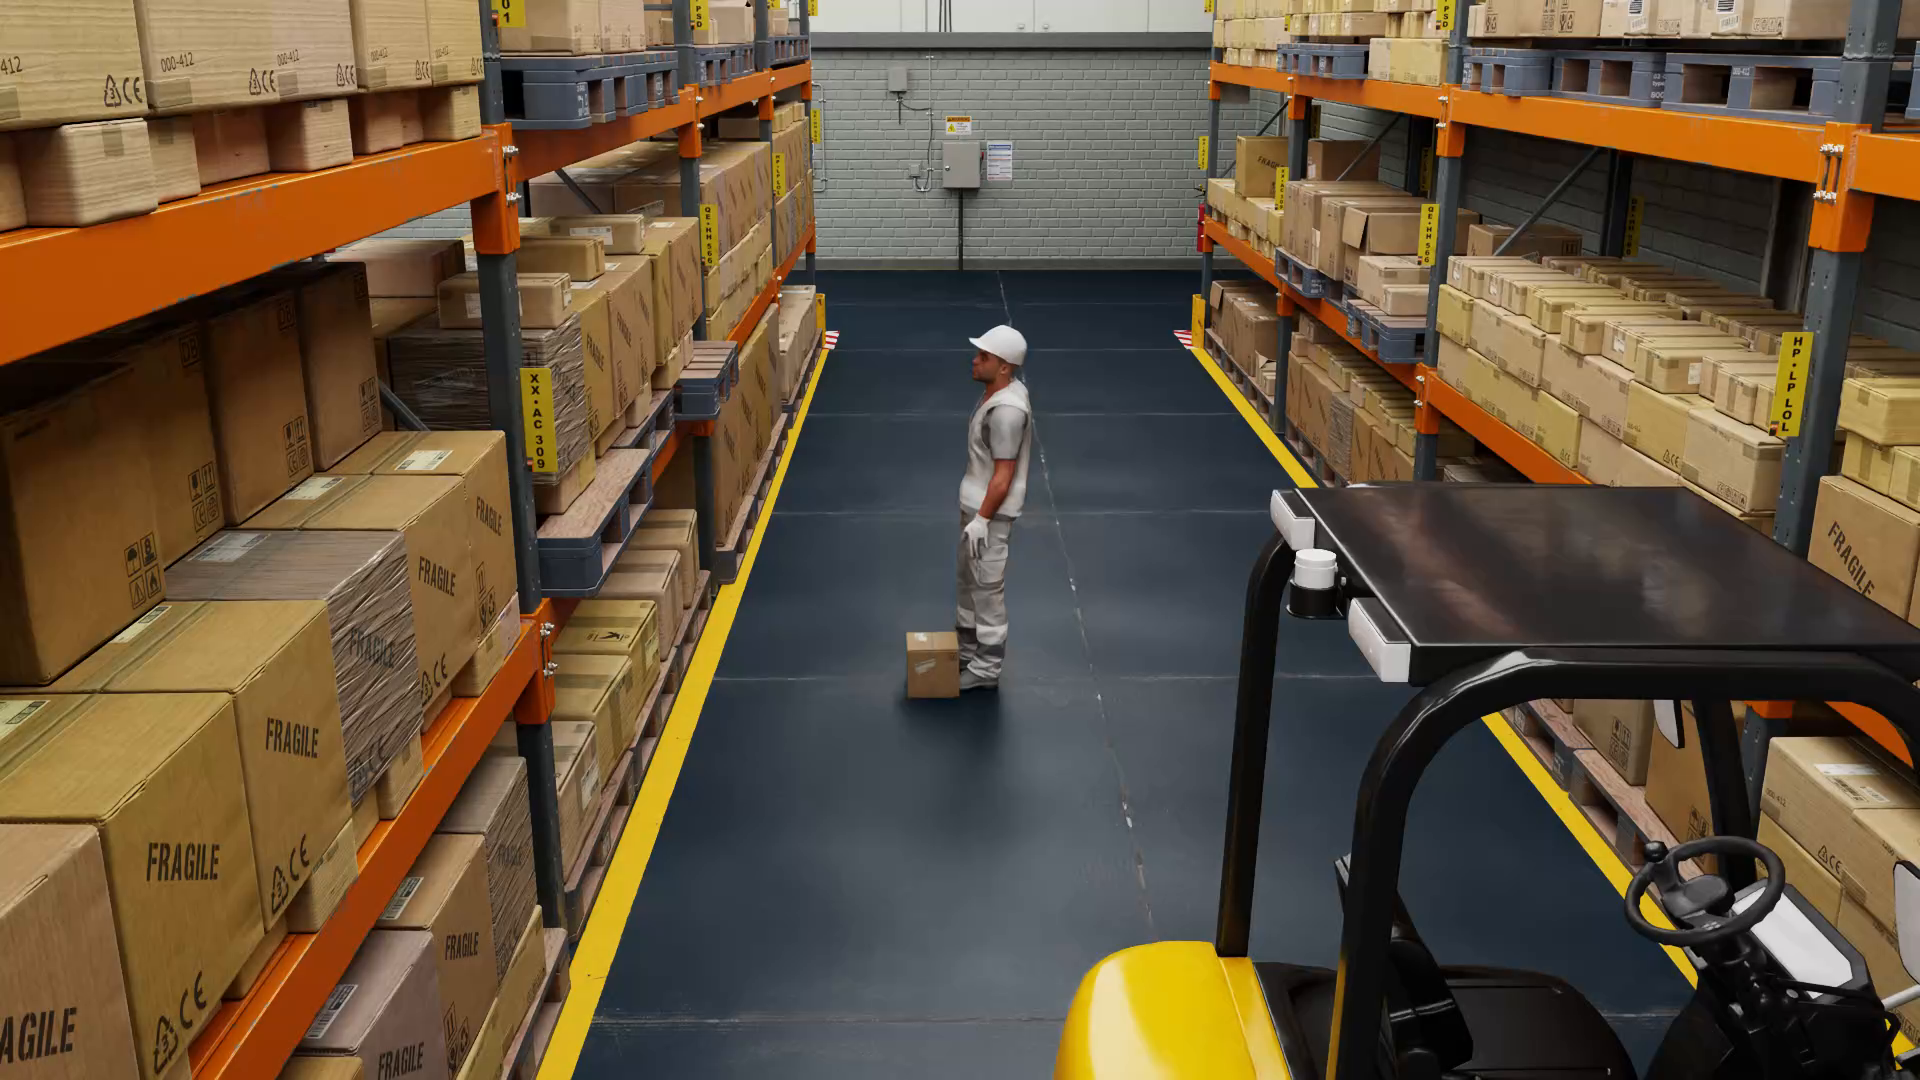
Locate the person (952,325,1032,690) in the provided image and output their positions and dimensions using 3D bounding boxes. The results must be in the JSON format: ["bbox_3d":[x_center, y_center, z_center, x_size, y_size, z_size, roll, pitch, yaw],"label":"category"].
[{"bbox_3d":[0.057,-0.143,7.940,0.564,1.788,0.627,0,17,-1],"label":"person"}]
